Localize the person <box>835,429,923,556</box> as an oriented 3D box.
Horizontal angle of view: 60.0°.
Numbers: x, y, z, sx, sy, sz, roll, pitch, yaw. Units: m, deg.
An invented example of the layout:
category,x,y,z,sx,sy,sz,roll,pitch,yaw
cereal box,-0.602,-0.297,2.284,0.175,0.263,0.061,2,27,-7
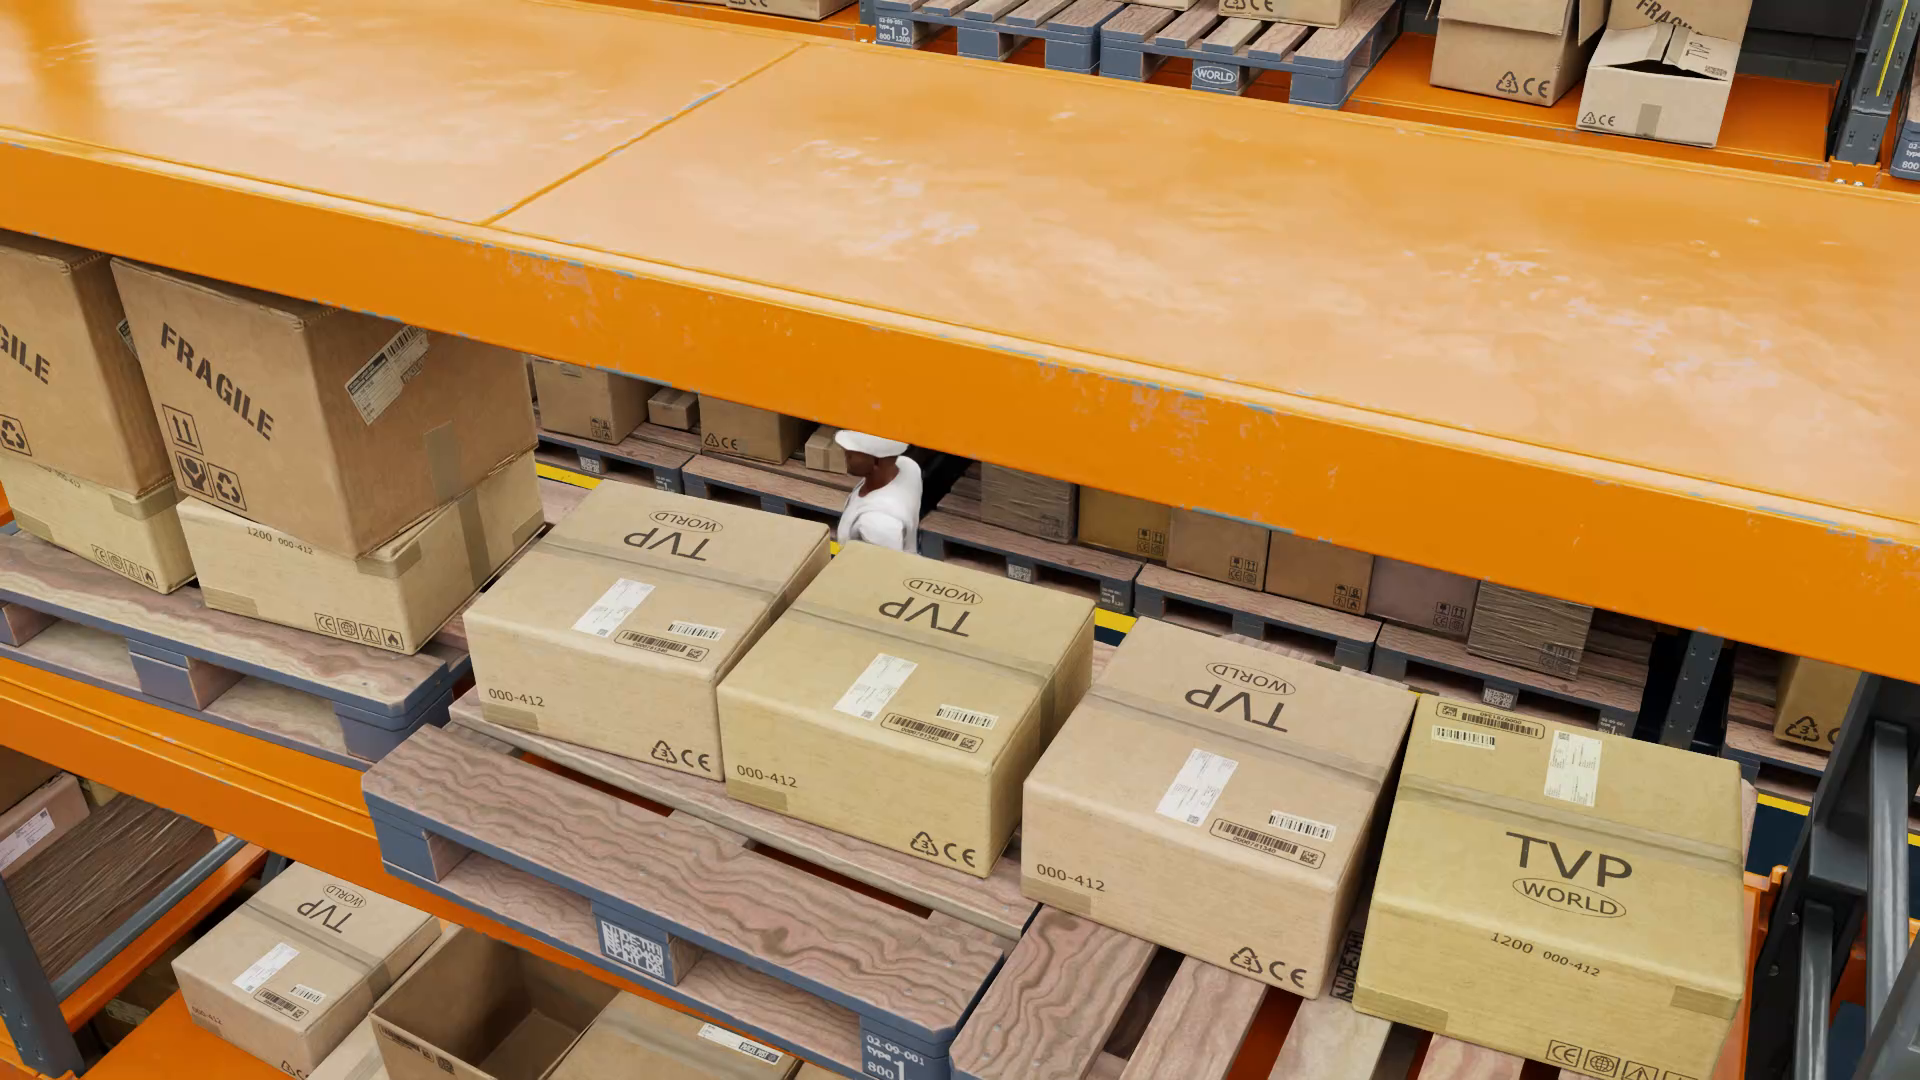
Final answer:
category,x,y,z,sx,sy,sz,roll,pitch,yaw
person,-0.279,0.232,7.091,0.772,1.750,0.575,5,34,8
